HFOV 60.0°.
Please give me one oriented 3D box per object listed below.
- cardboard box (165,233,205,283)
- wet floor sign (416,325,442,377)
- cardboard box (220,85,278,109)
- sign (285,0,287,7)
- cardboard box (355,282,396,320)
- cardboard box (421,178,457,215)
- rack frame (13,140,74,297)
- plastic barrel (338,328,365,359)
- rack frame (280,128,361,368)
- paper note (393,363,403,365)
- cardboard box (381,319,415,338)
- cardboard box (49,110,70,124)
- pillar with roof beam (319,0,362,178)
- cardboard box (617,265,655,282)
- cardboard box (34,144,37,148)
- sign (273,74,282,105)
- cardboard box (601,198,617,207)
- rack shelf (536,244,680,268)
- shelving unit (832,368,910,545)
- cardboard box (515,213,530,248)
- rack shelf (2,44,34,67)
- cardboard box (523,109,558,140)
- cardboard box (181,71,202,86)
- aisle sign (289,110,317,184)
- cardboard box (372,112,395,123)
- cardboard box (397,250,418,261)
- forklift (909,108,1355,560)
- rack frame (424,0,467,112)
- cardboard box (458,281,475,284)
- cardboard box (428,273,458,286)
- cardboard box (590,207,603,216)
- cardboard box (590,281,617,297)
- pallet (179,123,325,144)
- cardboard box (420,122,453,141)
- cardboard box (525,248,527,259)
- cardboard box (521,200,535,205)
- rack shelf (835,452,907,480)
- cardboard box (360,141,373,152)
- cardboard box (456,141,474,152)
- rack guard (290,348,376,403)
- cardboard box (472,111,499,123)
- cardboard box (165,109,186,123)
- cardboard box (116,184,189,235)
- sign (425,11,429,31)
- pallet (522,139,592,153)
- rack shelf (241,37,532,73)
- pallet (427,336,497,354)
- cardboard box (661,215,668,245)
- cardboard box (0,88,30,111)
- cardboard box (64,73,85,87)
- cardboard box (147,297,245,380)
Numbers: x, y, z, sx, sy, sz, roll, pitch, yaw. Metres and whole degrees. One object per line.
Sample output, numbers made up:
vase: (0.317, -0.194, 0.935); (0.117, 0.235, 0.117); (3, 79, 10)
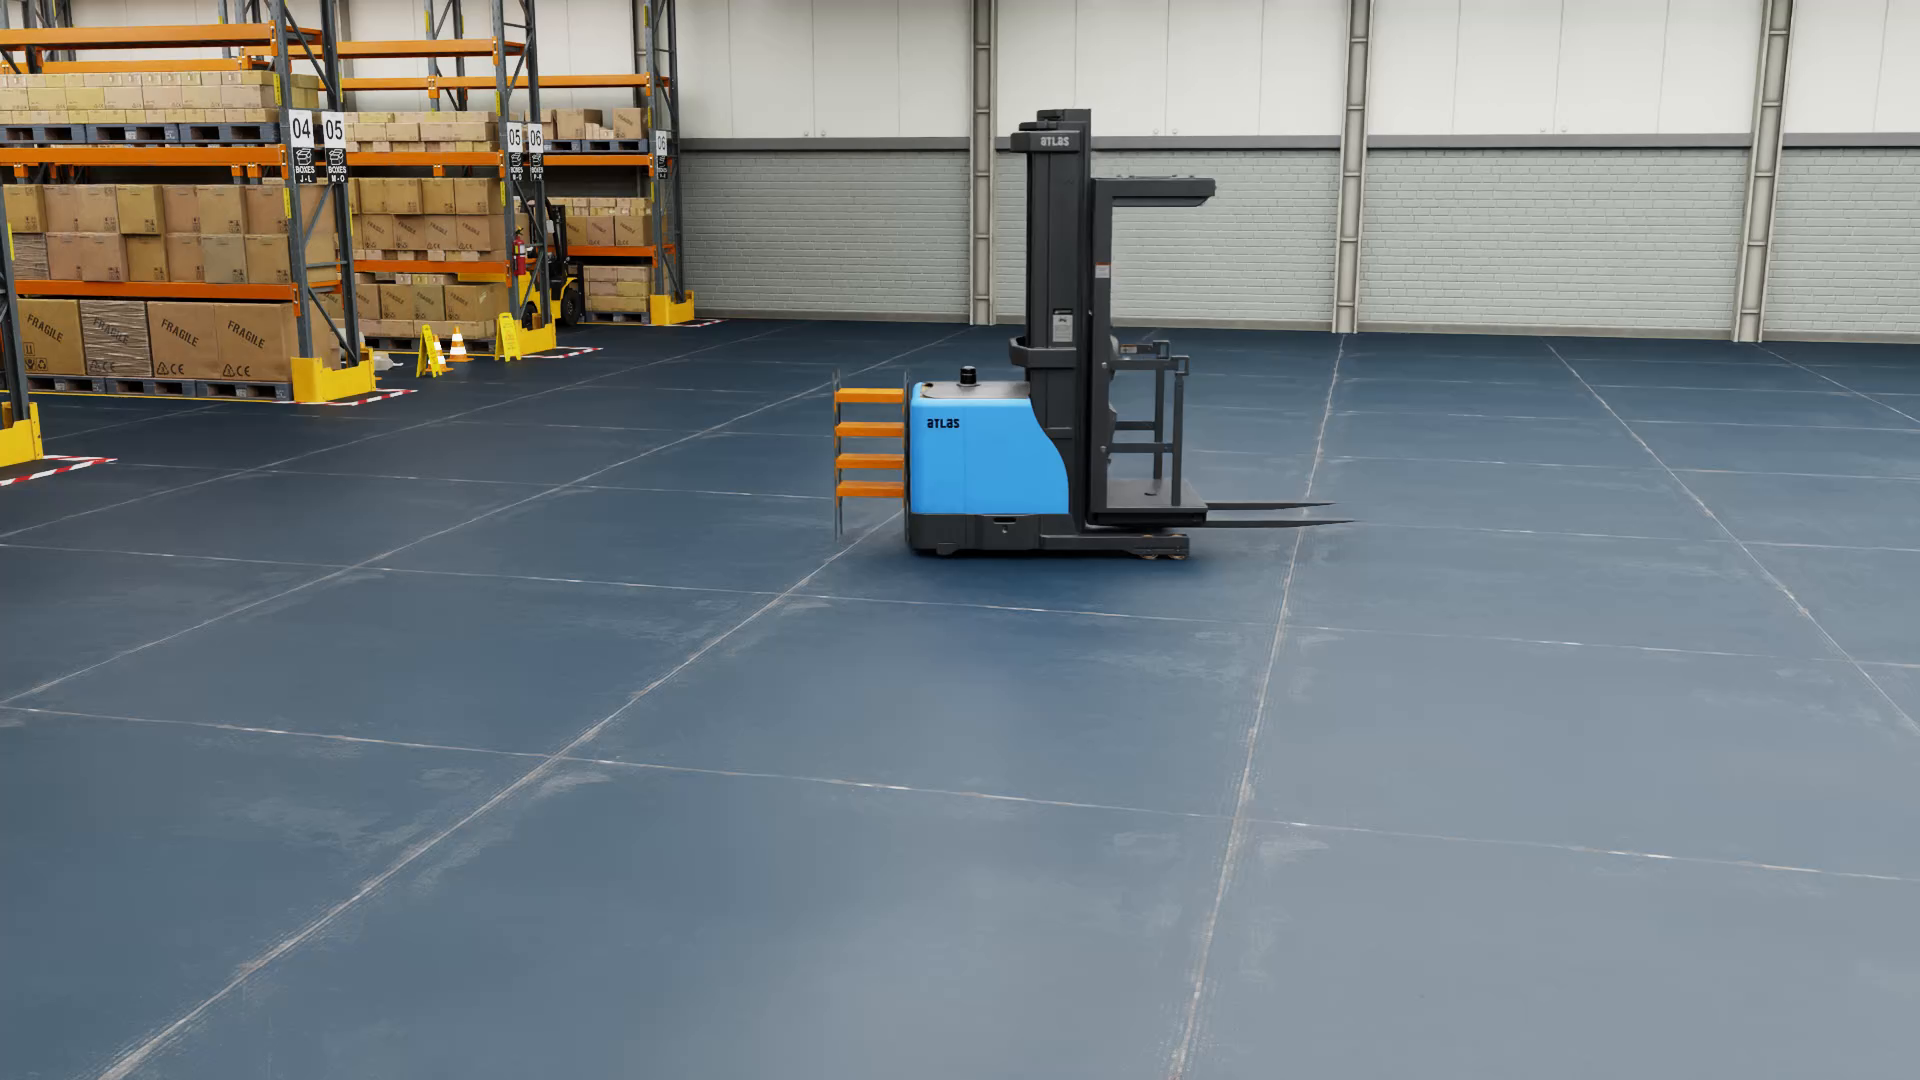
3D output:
cardboard box: (-8.671, -3.296, 19.319); (0.550, 0.550, 0.875); (3, 13, 14)
wet floor sign: (-6.744, -2.399, 21.058); (0.232, 0.644, 0.267); (1, 13, 4)
cardboard box: (-7.789, -4.891, 18.386); (0.500, 0.250, 0.500); (3, 13, 14)
sign: (-9.895, -7.924, 24.335); (0.005, 0.325, 0.100); (3, 13, 14)
cardboard box: (-8.509, -3.476, 24.125); (0.500, 0.500, 0.500); (4, 13, 16)
cardboard box: (-7.197, -4.871, 23.535); (0.500, 0.500, 0.700); (3, 13, 14)
rack frame: (-13.926, -4.595, 25.520); (0.127, 3.000, 1.000); (3, 13, 14)
plastic barrel: (-8.527, -2.711, 22.976); (0.512, 0.421, 0.421); (-9, 15, -35)
rack frame: (-7.247, -3.134, 18.933); (0.127, 3.000, 1.000); (3, 13, 14)
paper note: (-7.554, -2.361, 22.305); (0.142, 0.019, 0.148); (-1, 13, -6)
cardboard box: (-8.019, -3.083, 24.081); (0.500, 0.250, 0.500); (3, 13, 12)
cardboard box: (-10.121, -4.807, 18.930); (0.250, 0.149, 0.380); (3, 13, 13)
pillar with roof beam: (-12.290, -7.785, 26.045); (0.400, 9.000, 9.100); (3, 13, 14)
cardboard box: (-5.495, -4.533, 28.310); (0.500, 0.250, 0.500); (4, 13, 15)
cardboard box: (-13.661, -5.885, 24.988); (0.250, 0.149, 0.380); (3, 13, 14)
sign: (-7.390, -4.878, 18.010); (0.005, 0.325, 0.100); (3, 13, 14)
cardboard box: (-5.879, -5.723, 28.189); (0.250, 0.149, 0.380); (3, 13, 15)
rack shelf: (-6.915, -4.977, 28.900); (4.000, 0.370, 1.077); (3, 13, 14)
shelving unit: (-0.613, -0.584, 11.596); (0.503, 1.200, 0.258); (1, 13, 5)
cardboard box: (-6.552, -4.457, 23.979); (0.500, 0.500, 0.500); (3, 13, 13)
rack shelf: (-13.072, -5.828, 19.808); (4.000, 0.370, 1.077); (3, 13, 14)
cardboard box: (-6.991, -7.077, 28.342); (0.637, 0.503, 0.797); (3, 13, 15)
cardboard box: (-8.398, -5.104, 18.429); (0.250, 0.149, 0.380); (3, 13, 14)
aisle sign: (-7.250, -4.336, 18.351); (0.004, 0.787, 0.394); (3, 13, 14)
cardboard box: (-8.055, -5.939, 23.391); (0.250, 0.149, 0.380); (3, 13, 15)
cardboard box: (-7.832, -4.083, 23.794); (0.250, 0.149, 0.380); (3, 13, 13)
forklift: (1.172, -1.415, 11.344); (3.031, 2.935, 1.130); (0, 13, 0)
rack frame: (-8.857, -8.360, 28.640); (0.127, 3.000, 1.000); (3, 13, 14)
cardboard box: (-7.408, -3.536, 24.394); (0.500, 0.500, 0.500); (3, 13, 11)
cardboard box: (-7.372, -3.717, 23.712); (0.250, 0.149, 0.380); (3, 13, 15)
cardboard box: (-6.107, -5.597, 28.308); (0.250, 0.149, 0.380); (3, 13, 13)
cardboard box: (-6.005, -4.319, 28.498); (0.500, 0.250, 0.500); (3, 13, 13)
pallet: (-7.970, -4.591, 18.782); (1.213, 0.211, 1.003); (3, 13, 14)
cardboard box: (-7.205, -5.715, 23.304); (0.500, 0.250, 0.500); (3, 13, 13)
cardboard box: (-6.439, -4.119, 23.952); (0.250, 0.149, 0.380); (3, 13, 14)
cardboard box: (-7.349, -5.813, 28.595); (0.250, 0.149, 0.380); (3, 13, 13)
rack shelf: (-0.613, -0.518, 11.611); (0.480, 0.148, 0.258); (1, 13, 5)
cardboard box: (-8.299, -5.581, 23.619); (0.250, 0.149, 0.380); (3, 13, 14)
cardboard box: (-6.822, -5.487, 23.197); (0.250, 0.149, 0.380); (3, 13, 14)
rack guard: (-7.224, -1.912, 19.199); (0.348, 0.500, 1.175); (3, 13, 14)
cardboard box: (-6.558, -5.866, 23.064); (0.250, 0.149, 0.380); (3, 13, 14)
cardboard box: (-8.639, -4.728, 18.574); (0.250, 0.149, 0.380); (3, 13, 13)
cardboard box: (-9.211, -3.829, 19.225); (0.500, 0.550, 0.875); (3, 13, 14)
sign: (-8.975, -8.740, 28.013); (0.005, 0.325, 0.100); (3, 13, 14)
pallet: (-6.842, -6.750, 28.512); (1.213, 0.211, 1.003); (3, 13, 14)
rack shelf: (-8.101, -6.860, 23.545); (4.000, 0.370, 1.077); (3, 13, 14)
pallet: (-7.013, -2.872, 24.192); (1.213, 0.211, 1.003); (3, 13, 14)
cardboard box: (-5.388, -5.357, 28.723); (0.500, 0.500, 0.500); (3, 13, 15)
cardboard box: (-10.723, -5.047, 19.092); (0.500, 0.250, 0.500); (3, 13, 14)
cardboard box: (-9.868, -5.183, 18.785); (0.250, 0.149, 0.380); (3, 13, 14)
cardboard box: (-8.776, -2.368, 19.418); (0.875, 0.875, 0.875); (3, 13, 13)
